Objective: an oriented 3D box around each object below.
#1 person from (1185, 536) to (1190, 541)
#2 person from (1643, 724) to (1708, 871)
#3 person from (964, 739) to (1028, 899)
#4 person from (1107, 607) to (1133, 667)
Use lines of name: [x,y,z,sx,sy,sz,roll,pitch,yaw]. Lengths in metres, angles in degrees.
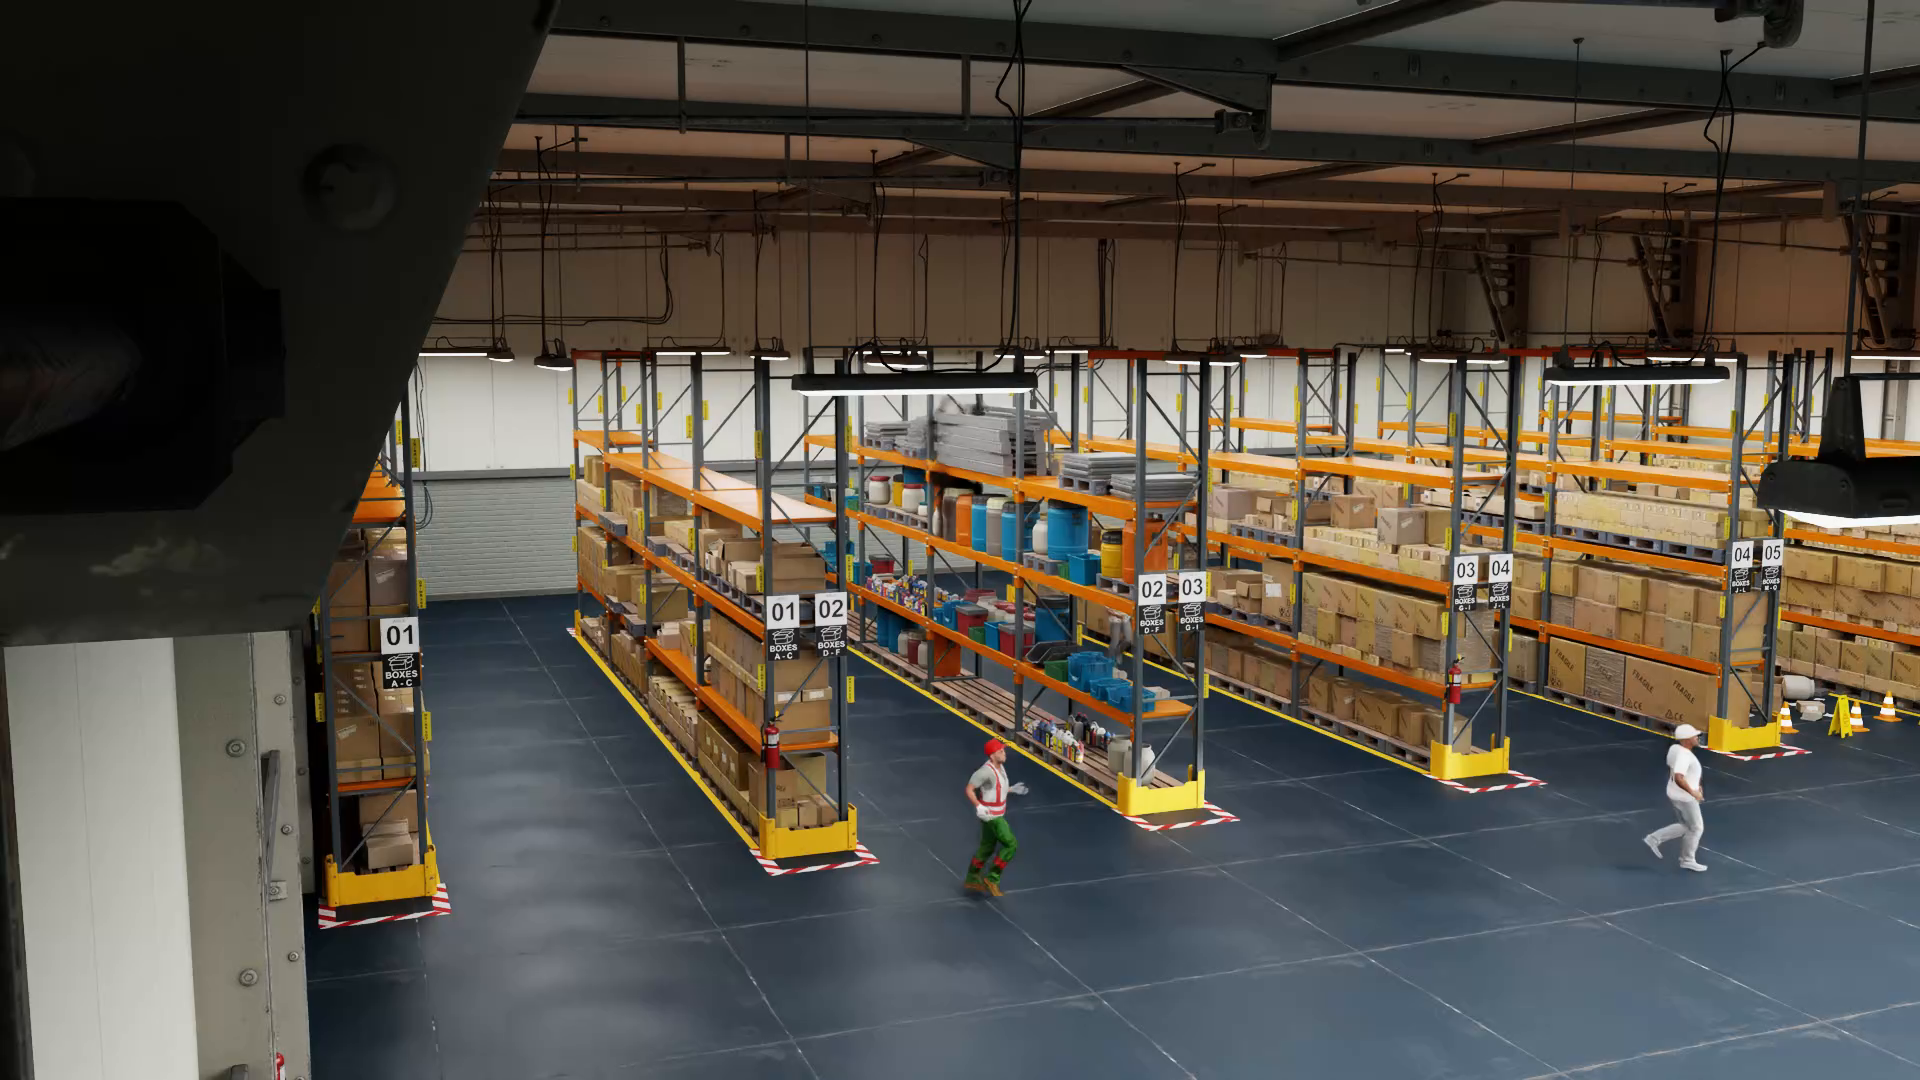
person: [5.168,0.741,38.490,0.608,1.668,0.876,-2,8,-19]
person: [8.498,3.035,19.641,0.714,1.746,0.708,1,7,11]
person: [0.405,3.133,18.777,0.713,1.809,0.619,1,7,10]
person: [2.928,1.488,30.098,0.602,1.682,0.683,-2,7,-18]
